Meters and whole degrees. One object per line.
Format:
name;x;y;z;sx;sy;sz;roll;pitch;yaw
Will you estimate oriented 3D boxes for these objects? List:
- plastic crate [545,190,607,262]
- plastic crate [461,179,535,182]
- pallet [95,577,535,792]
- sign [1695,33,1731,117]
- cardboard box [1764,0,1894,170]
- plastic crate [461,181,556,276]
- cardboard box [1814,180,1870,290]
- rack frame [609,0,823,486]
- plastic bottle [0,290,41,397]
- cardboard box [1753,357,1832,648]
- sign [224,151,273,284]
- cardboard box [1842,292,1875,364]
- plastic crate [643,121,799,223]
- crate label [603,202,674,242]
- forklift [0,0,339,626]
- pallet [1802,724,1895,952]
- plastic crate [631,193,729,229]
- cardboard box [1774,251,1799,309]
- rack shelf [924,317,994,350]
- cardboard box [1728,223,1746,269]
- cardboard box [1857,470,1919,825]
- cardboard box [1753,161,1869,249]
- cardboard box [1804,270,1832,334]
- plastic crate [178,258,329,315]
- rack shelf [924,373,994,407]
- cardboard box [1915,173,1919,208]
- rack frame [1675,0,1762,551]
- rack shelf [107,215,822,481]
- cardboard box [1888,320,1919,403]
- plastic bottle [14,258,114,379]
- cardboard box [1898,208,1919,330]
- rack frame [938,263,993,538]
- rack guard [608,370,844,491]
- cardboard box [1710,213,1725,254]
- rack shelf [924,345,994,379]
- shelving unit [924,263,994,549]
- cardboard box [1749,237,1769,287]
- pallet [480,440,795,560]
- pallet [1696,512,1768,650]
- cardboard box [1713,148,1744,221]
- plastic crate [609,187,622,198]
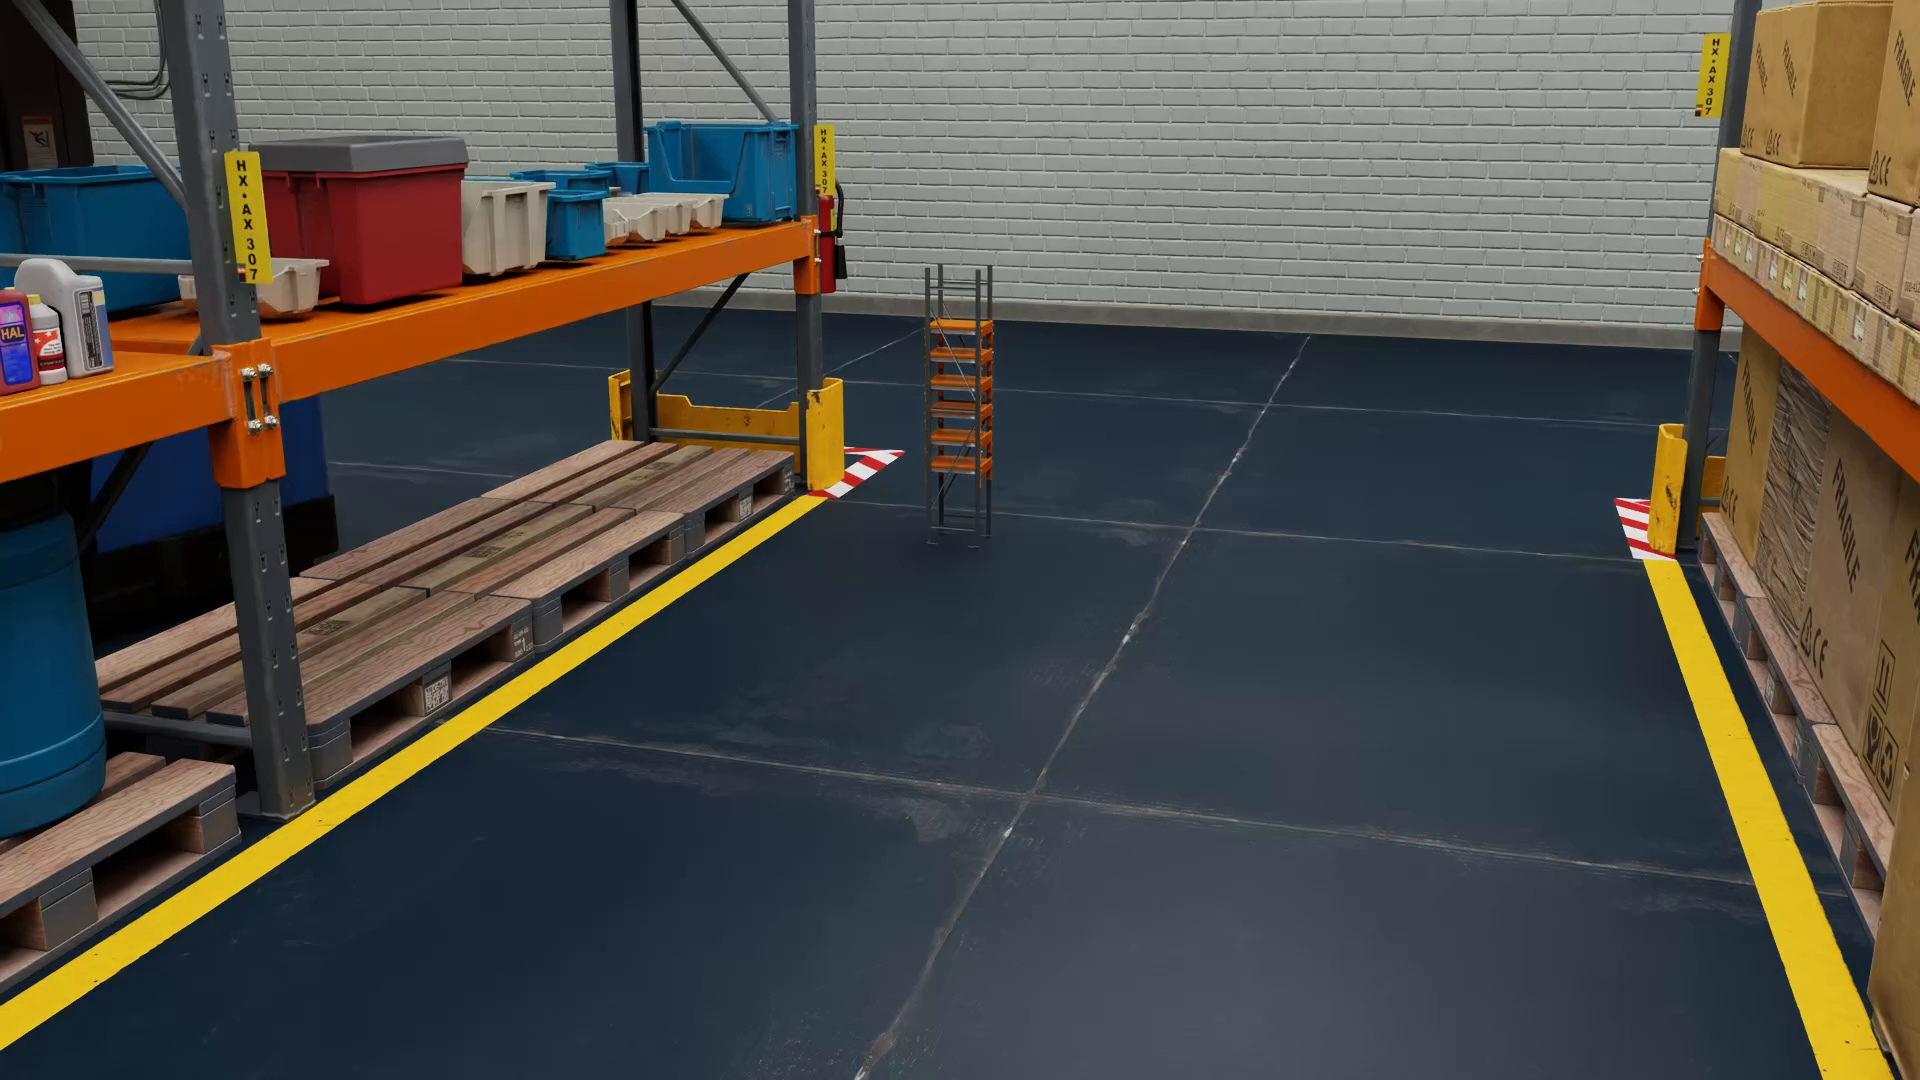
plastic crate;-1.512;-1.155;6.101;0.416;0.233;0.300;5;16;16
plastic crate;-1.934;-1.329;6.713;0.416;0.233;0.300;5;16;16
pallet;-2.139;0.429;5.430;1.003;0.211;1.213;5;16;16
sign;3.044;-1.879;6.725;0.100;0.325;0.005;5;16;16
cardboard box;2.896;-1.440;5.264;0.500;0.500;0.500;4;16;14
plastic crate;-1.700;-1.074;5.727;0.437;0.282;0.530;5;16;16
cardboard box;2.601;-0.809;4.415;0.500;0.250;0.500;5;17;17
rack frame;-1.174;-1.764;8.051;1.000;3.000;0.127;5;16;16
plastic bottle;-2.135;-0.469;3.699;0.061;0.283;0.133;5;16;16
cardboard box;3.211;-0.148;5.478;0.875;0.875;0.875;5;16;16
sign;-1.784;-0.807;4.171;0.100;0.325;0.005;5;16;16
cardboard box;2.430;-0.519;4.123;0.380;0.149;0.250;5;17;17
plastic crate;-1.090;-1.708;7.678;0.616;0.435;0.499;5;16;16
crate label;-1.384;-1.289;6.750;0.396;0.136;0.243;5;16;16
forklift;-3.786;-1.029;5.584;1.130;2.935;3.031;9;18;30
pallet;2.729;0.816;4.067;1.003;0.211;1.213;5;16;16
plastic crate;-1.232;-1.438;7.277;0.396;0.136;0.243;5;16;16
cardboard box;2.721;-0.789;5.074;0.380;0.149;0.250;4;16;14
rack shelf;-0.004;-0.877;7.066;0.258;0.103;0.180;5;16;16
cardboard box;3.013;-1.057;6.020;0.380;0.149;0.250;4;16;15
cardboard box;2.702;0.321;3.826;0.875;0.875;0.875;5;16;16
cardboard box;2.892;-1.078;5.364;0.500;0.250;0.500;4;16;14
cardboard box;2.575;-0.654;4.597;0.380;0.149;0.250;4;16;15
plastic crate;-2.042;-0.730;4.779;0.396;0.136;0.243;5;16;16
rack shelf;-0.004;-0.646;7.132;0.258;0.103;0.180;5;16;16
cardboard box;2.312;-0.906;3.382;0.500;0.500;0.500;5;17;17
rack frame;3.575;-1.380;6.696;1.000;3.000;0.127;5;16;16
rack shelf;-1.743;-0.894;6.304;1.077;0.370;4.000;5;16;16
cardboard box;2.283;-0.385;3.650;0.380;0.149;0.250;5;17;17
plastic bottle;-2.113;-0.529;3.926;0.152;0.276;0.135;5;16;16
cardboard box;2.312;-0.540;3.466;0.500;0.250;0.500;4;16;15
rack frame;0.022;-0.597;7.237;0.240;1.200;0.006;5;16;16
rack guard;-1.180;-0.568;8.417;1.175;0.500;0.348;5;16;16
cardboard box;3.157;-1.192;6.494;0.380;0.149;0.250;5;17;17
rack shelf;-0.004;-0.762;7.099;0.258;0.103;0.180;5;16;16
shelving unit;-0.004;-0.573;7.152;0.258;1.200;0.189;5;16;16
cardboard box;2.867;-0.923;5.545;0.380;0.149;0.250;4;16;15
pallet;-1.446;-0.209;7.681;1.003;0.211;1.213;5;16;16
pallet;3.422;0.177;6.318;1.003;0.211;1.213;5;16;16
cardboard box;3.179;-1.346;6.307;0.500;0.250;0.500;4;16;14
plastic crate;-1.731;-1.549;7.667;0.250;0.136;0.298;5;16;16
